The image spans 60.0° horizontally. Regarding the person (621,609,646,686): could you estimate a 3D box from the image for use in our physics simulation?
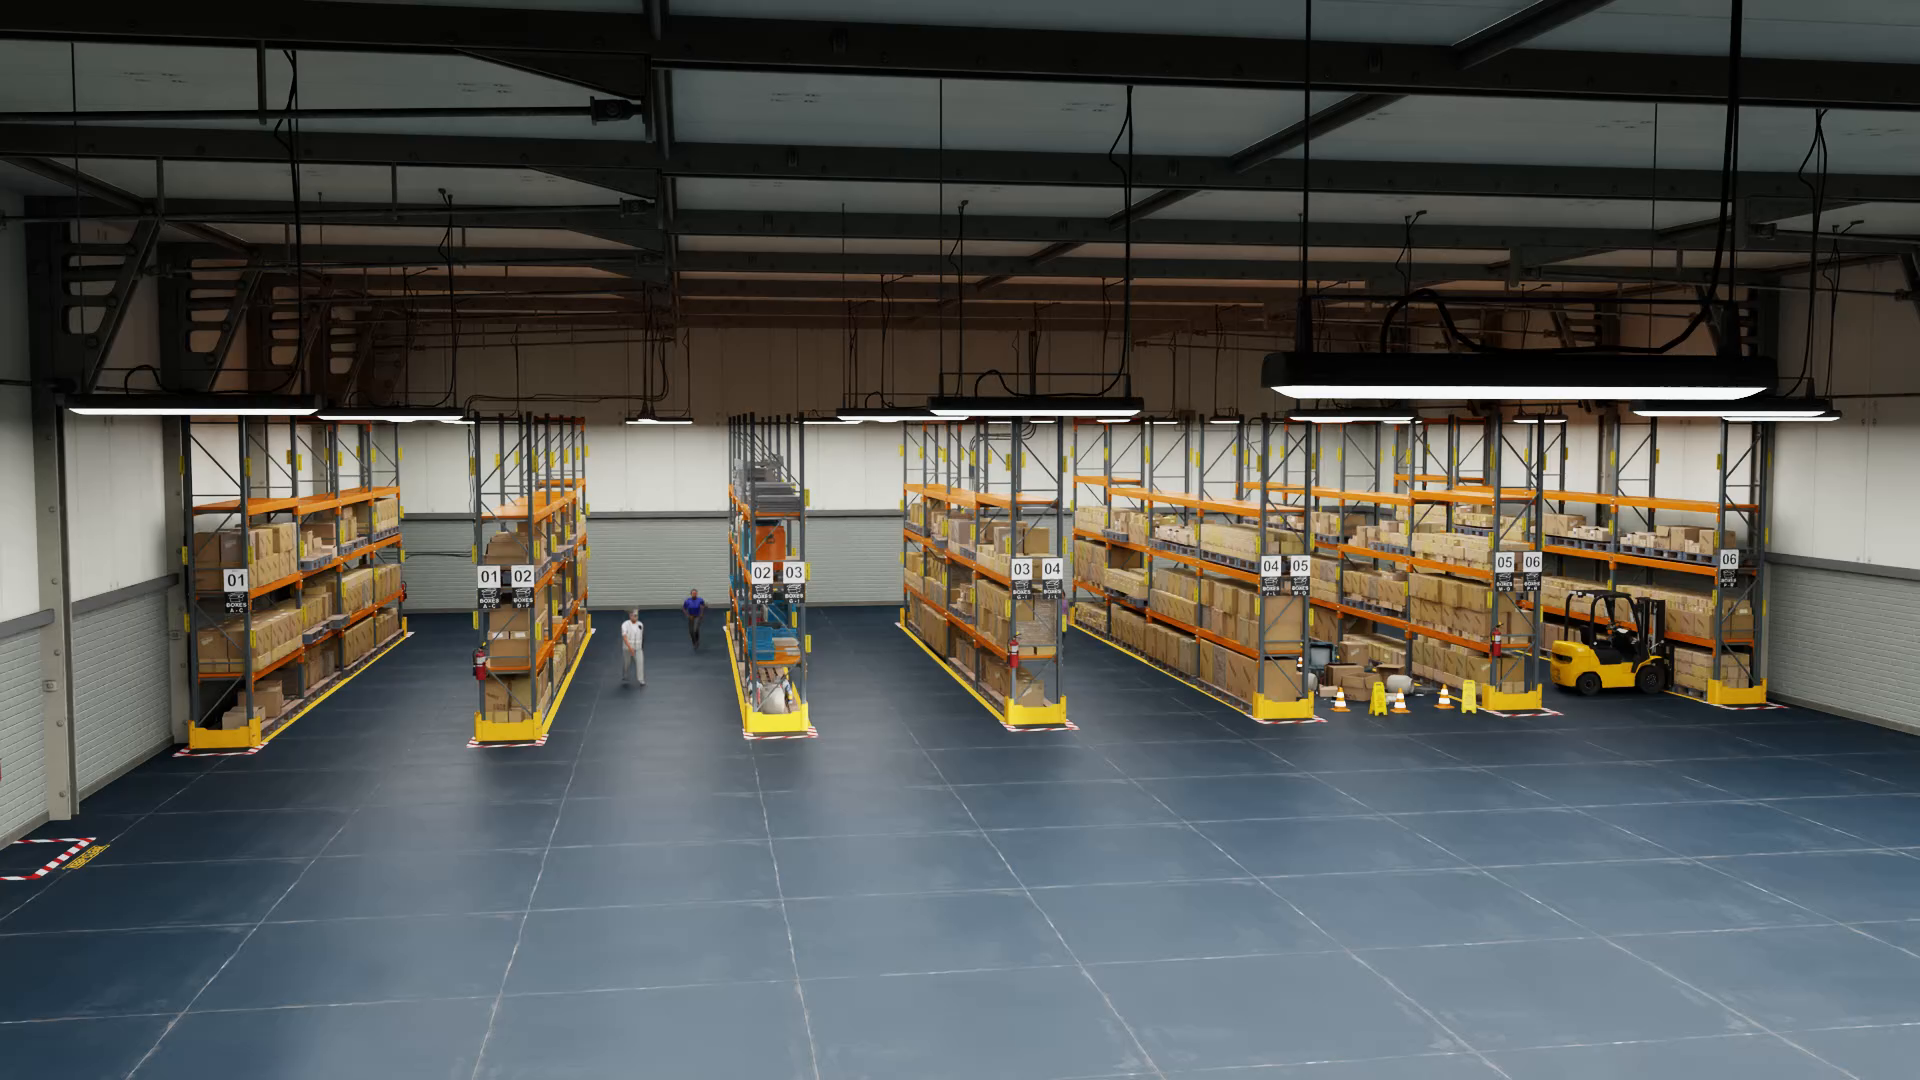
[{"bbox_3d":[-7.198,2.371,36.708,0.514,1.683,1.118,-2,4,-28],"label":"person"}]

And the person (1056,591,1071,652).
[{"bbox_3d":[2.610,2.046,42.422,0.405,1.536,0.972,-1,4,-8],"label":"person"}]

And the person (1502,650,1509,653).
[{"bbox_3d":[12.299,2.300,37.687,0.566,1.834,0.608,-1,4,-14],"label":"person"}]

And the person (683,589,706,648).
[{"bbox_3d":[-6.841,2.031,42.834,0.536,1.570,0.738,0,4,3],"label":"person"}]
